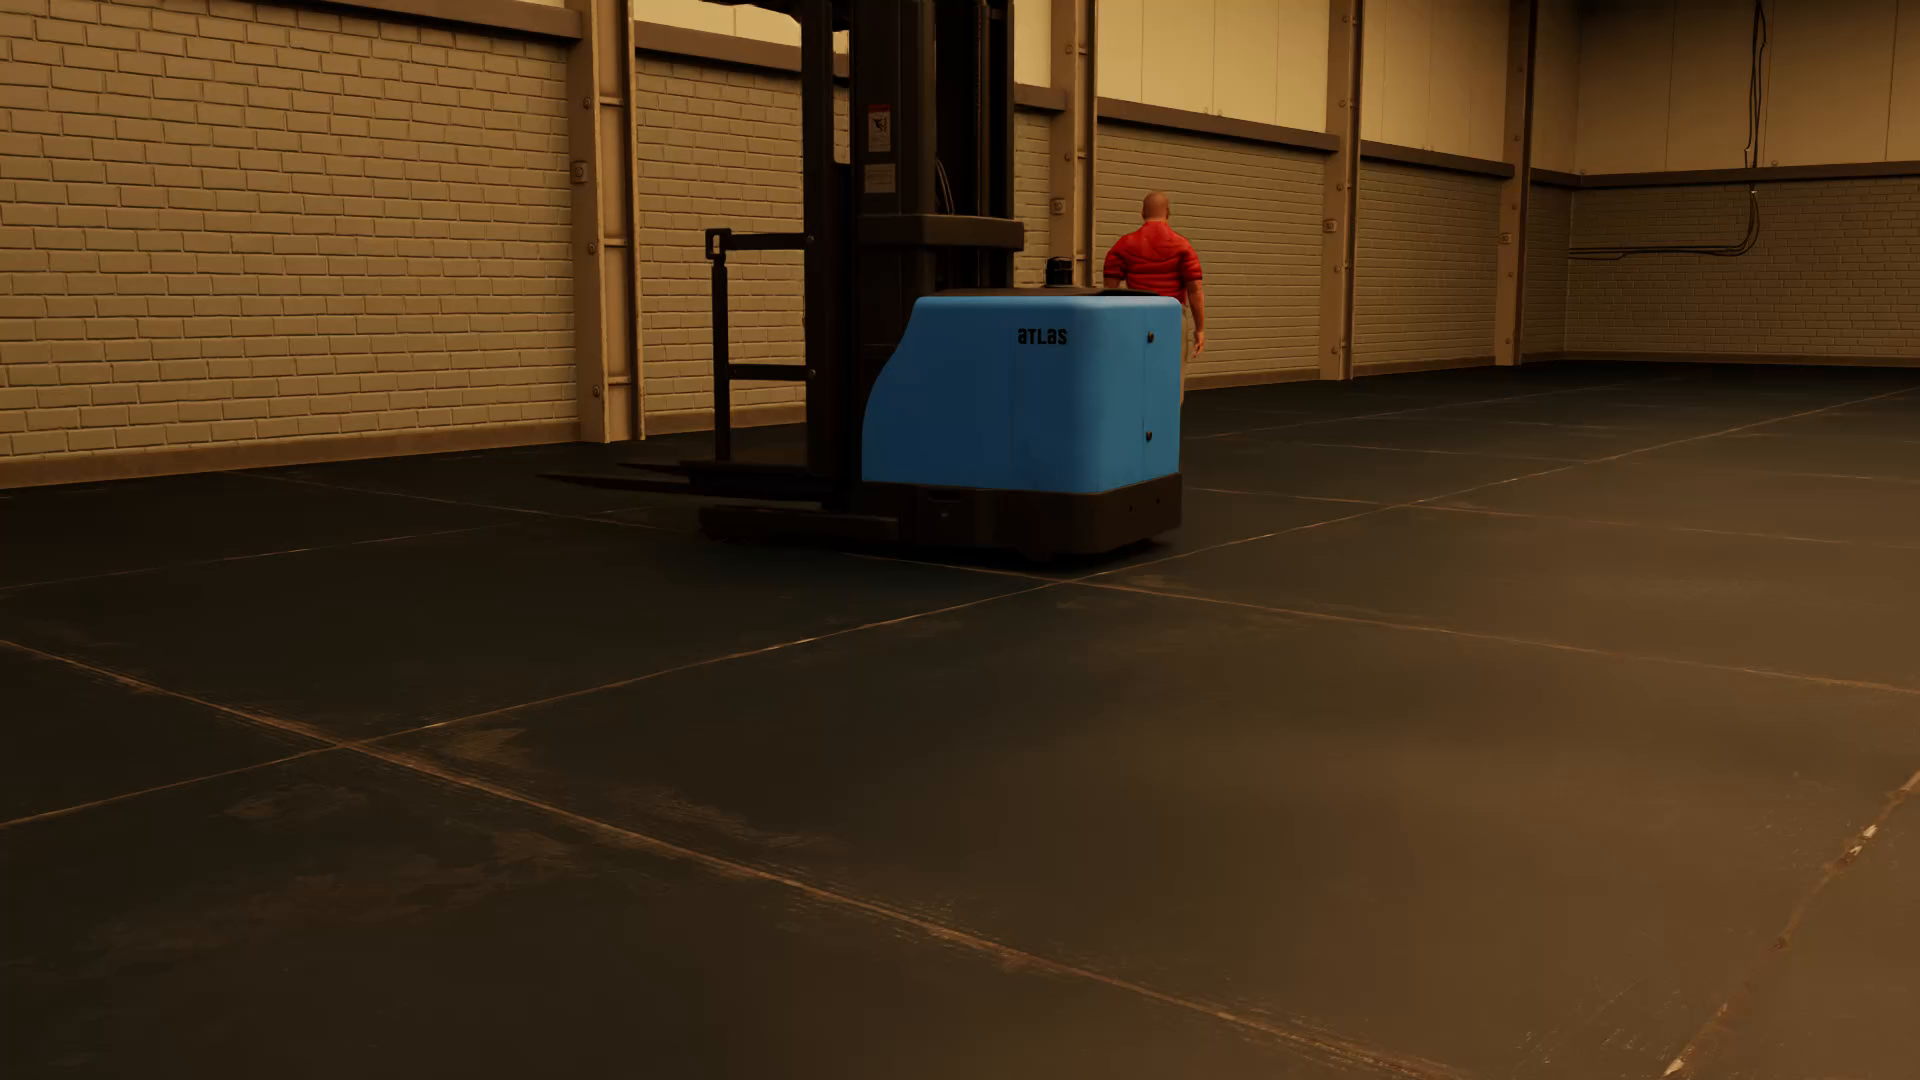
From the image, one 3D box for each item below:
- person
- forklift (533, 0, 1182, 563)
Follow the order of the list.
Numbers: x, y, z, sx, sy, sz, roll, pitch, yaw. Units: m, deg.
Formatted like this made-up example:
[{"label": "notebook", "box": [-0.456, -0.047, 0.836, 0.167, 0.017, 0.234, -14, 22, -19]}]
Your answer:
[{"label": "person", "box": [1.206, -1.240, 10.265, 0.636, 1.787, 0.504, 4, 9, 23]}, {"label": "forklift", "box": [-0.572, -1.486, 7.436, 3.031, 2.935, 1.130, 4, 9, 28]}]
